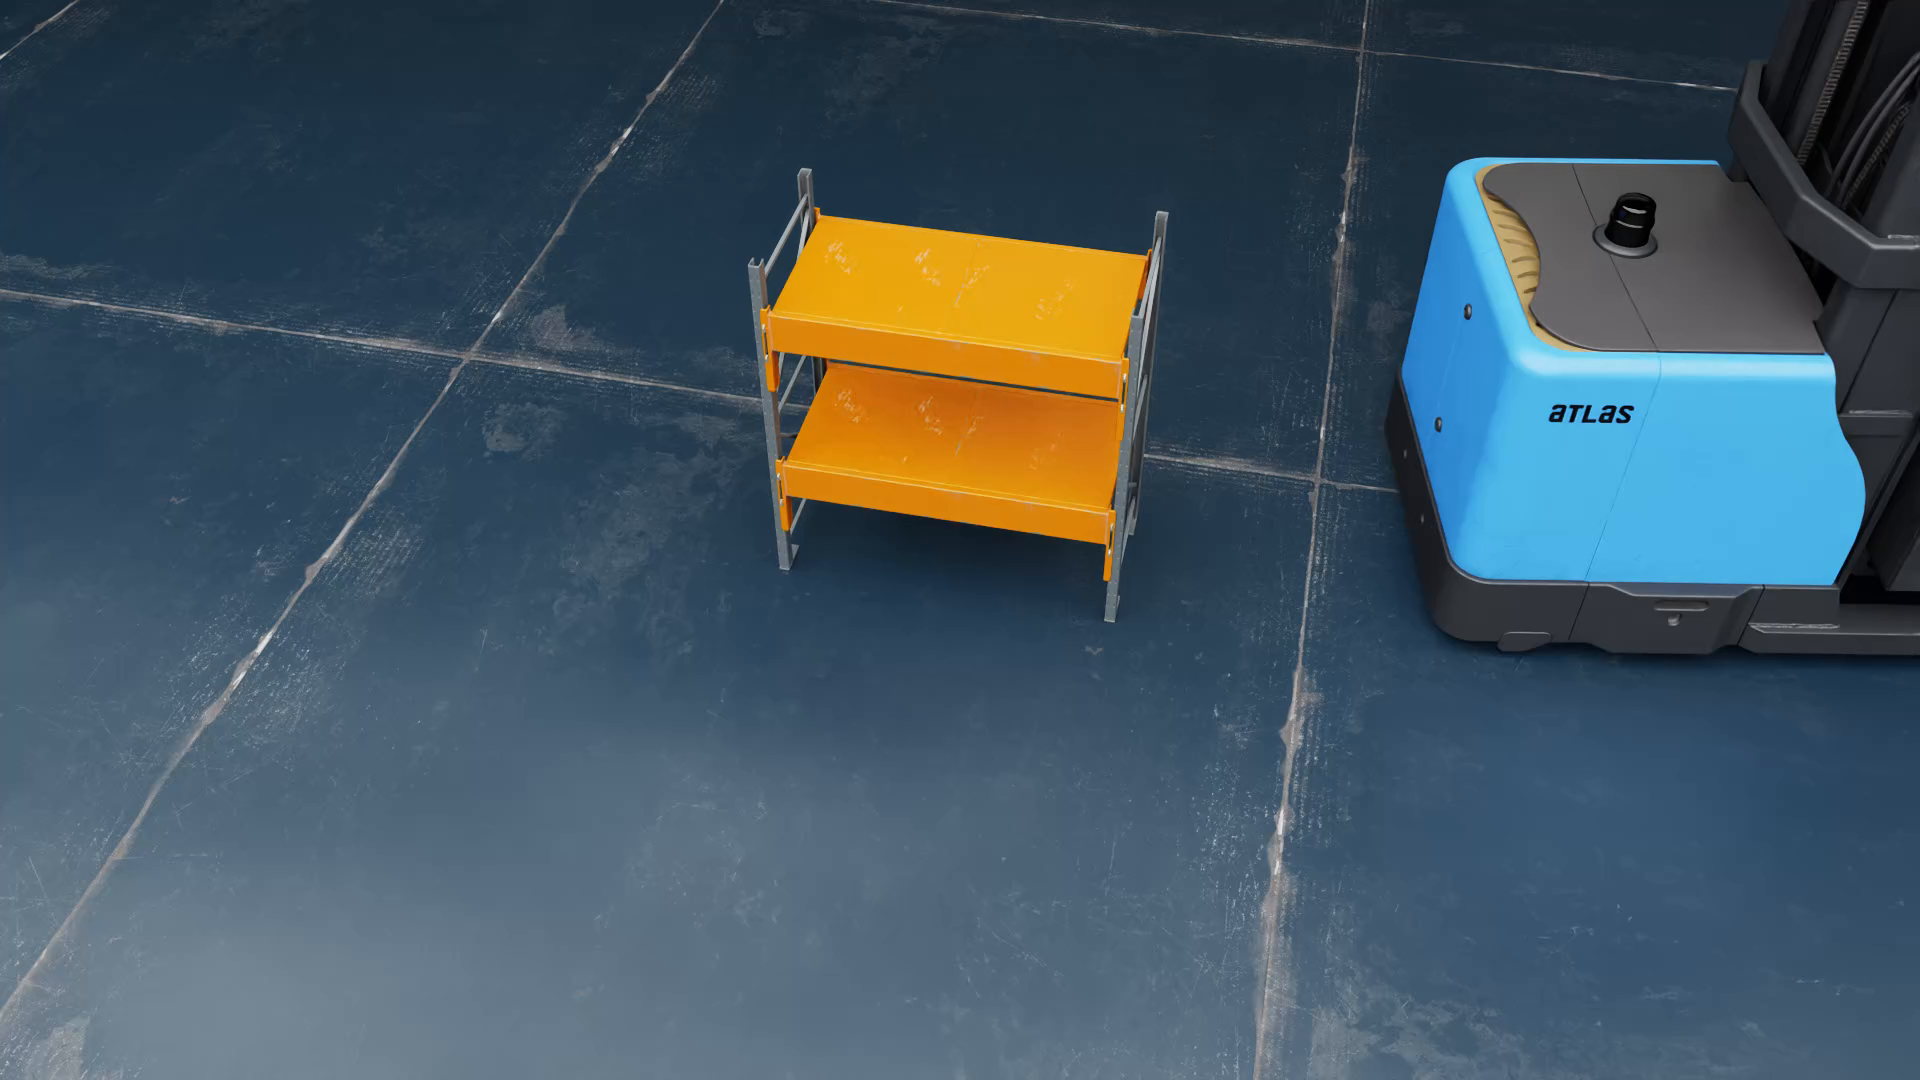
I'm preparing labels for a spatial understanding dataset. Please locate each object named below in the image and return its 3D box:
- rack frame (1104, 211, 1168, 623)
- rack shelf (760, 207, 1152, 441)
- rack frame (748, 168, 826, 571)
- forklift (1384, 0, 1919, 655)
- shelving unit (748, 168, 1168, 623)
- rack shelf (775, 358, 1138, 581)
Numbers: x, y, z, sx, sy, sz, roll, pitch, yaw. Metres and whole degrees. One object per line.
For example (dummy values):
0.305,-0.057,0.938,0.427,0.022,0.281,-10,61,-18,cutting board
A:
0.503,-0.327,4.779,0.032,1.125,0.500,9,45,9,rack frame
0.007,-0.615,4.656,1.000,0.278,0.538,9,45,9,rack shelf
-0.489,-0.481,4.939,0.032,1.125,0.500,9,45,9,rack frame
2.914,-1.051,4.229,3.031,2.935,1.130,1,44,1,forklift
0.007,-0.404,4.859,1.048,1.125,0.538,9,45,9,shelving unit
0.007,-0.228,5.028,1.000,0.278,0.538,9,45,9,rack shelf
